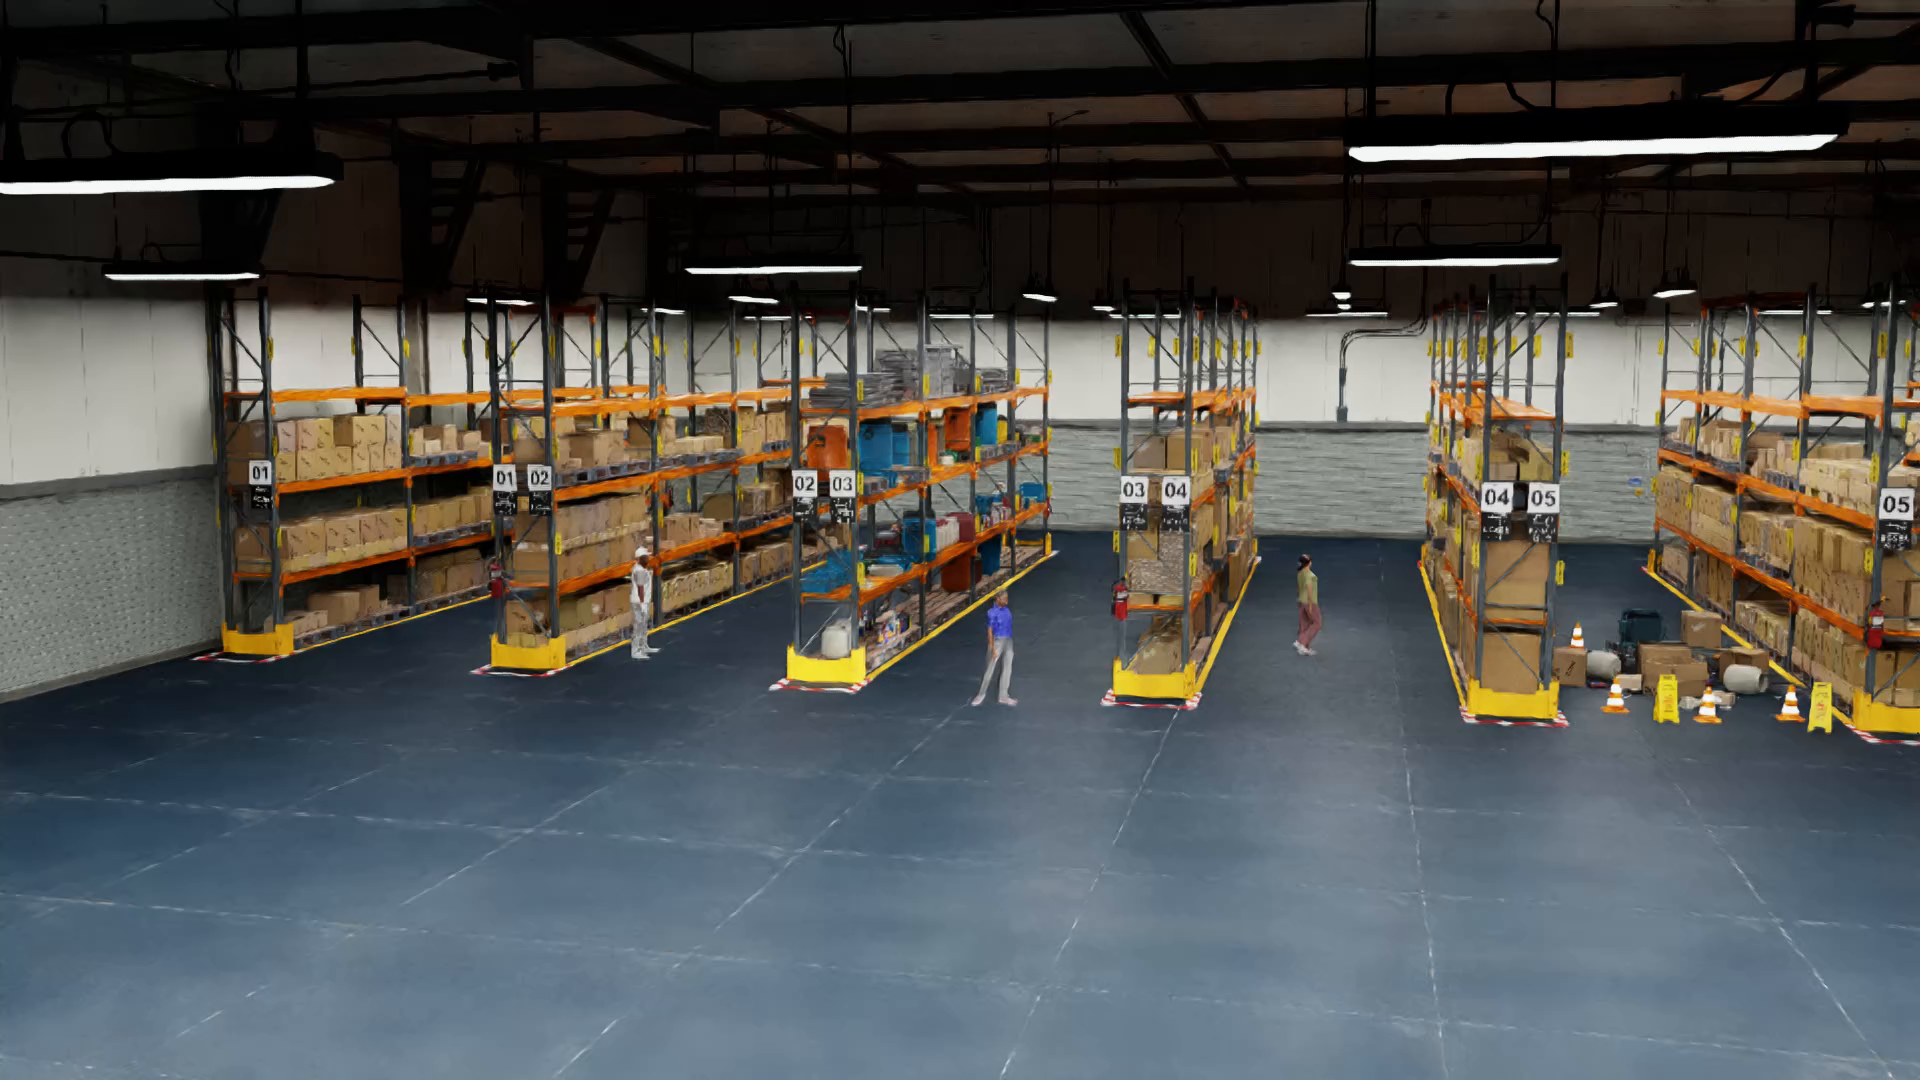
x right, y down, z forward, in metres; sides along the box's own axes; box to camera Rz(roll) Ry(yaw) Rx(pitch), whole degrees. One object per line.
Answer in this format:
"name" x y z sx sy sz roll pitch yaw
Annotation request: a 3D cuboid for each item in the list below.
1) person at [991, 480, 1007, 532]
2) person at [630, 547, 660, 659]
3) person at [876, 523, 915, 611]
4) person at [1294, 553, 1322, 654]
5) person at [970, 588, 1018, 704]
"person" 1.064 -0.761 43.219 0.639 1.627 0.494 1 7 12
"person" -5.120 1.003 26.972 0.477 1.789 0.634 -2 7 -13
"person" -1.187 0.511 31.691 0.568 1.685 0.955 4 8 29
"person" 5.669 1.050 27.221 0.432 1.670 0.503 -2 7 -15
"person" 0.469 1.510 23.414 0.653 1.644 0.448 -6 9 -40
